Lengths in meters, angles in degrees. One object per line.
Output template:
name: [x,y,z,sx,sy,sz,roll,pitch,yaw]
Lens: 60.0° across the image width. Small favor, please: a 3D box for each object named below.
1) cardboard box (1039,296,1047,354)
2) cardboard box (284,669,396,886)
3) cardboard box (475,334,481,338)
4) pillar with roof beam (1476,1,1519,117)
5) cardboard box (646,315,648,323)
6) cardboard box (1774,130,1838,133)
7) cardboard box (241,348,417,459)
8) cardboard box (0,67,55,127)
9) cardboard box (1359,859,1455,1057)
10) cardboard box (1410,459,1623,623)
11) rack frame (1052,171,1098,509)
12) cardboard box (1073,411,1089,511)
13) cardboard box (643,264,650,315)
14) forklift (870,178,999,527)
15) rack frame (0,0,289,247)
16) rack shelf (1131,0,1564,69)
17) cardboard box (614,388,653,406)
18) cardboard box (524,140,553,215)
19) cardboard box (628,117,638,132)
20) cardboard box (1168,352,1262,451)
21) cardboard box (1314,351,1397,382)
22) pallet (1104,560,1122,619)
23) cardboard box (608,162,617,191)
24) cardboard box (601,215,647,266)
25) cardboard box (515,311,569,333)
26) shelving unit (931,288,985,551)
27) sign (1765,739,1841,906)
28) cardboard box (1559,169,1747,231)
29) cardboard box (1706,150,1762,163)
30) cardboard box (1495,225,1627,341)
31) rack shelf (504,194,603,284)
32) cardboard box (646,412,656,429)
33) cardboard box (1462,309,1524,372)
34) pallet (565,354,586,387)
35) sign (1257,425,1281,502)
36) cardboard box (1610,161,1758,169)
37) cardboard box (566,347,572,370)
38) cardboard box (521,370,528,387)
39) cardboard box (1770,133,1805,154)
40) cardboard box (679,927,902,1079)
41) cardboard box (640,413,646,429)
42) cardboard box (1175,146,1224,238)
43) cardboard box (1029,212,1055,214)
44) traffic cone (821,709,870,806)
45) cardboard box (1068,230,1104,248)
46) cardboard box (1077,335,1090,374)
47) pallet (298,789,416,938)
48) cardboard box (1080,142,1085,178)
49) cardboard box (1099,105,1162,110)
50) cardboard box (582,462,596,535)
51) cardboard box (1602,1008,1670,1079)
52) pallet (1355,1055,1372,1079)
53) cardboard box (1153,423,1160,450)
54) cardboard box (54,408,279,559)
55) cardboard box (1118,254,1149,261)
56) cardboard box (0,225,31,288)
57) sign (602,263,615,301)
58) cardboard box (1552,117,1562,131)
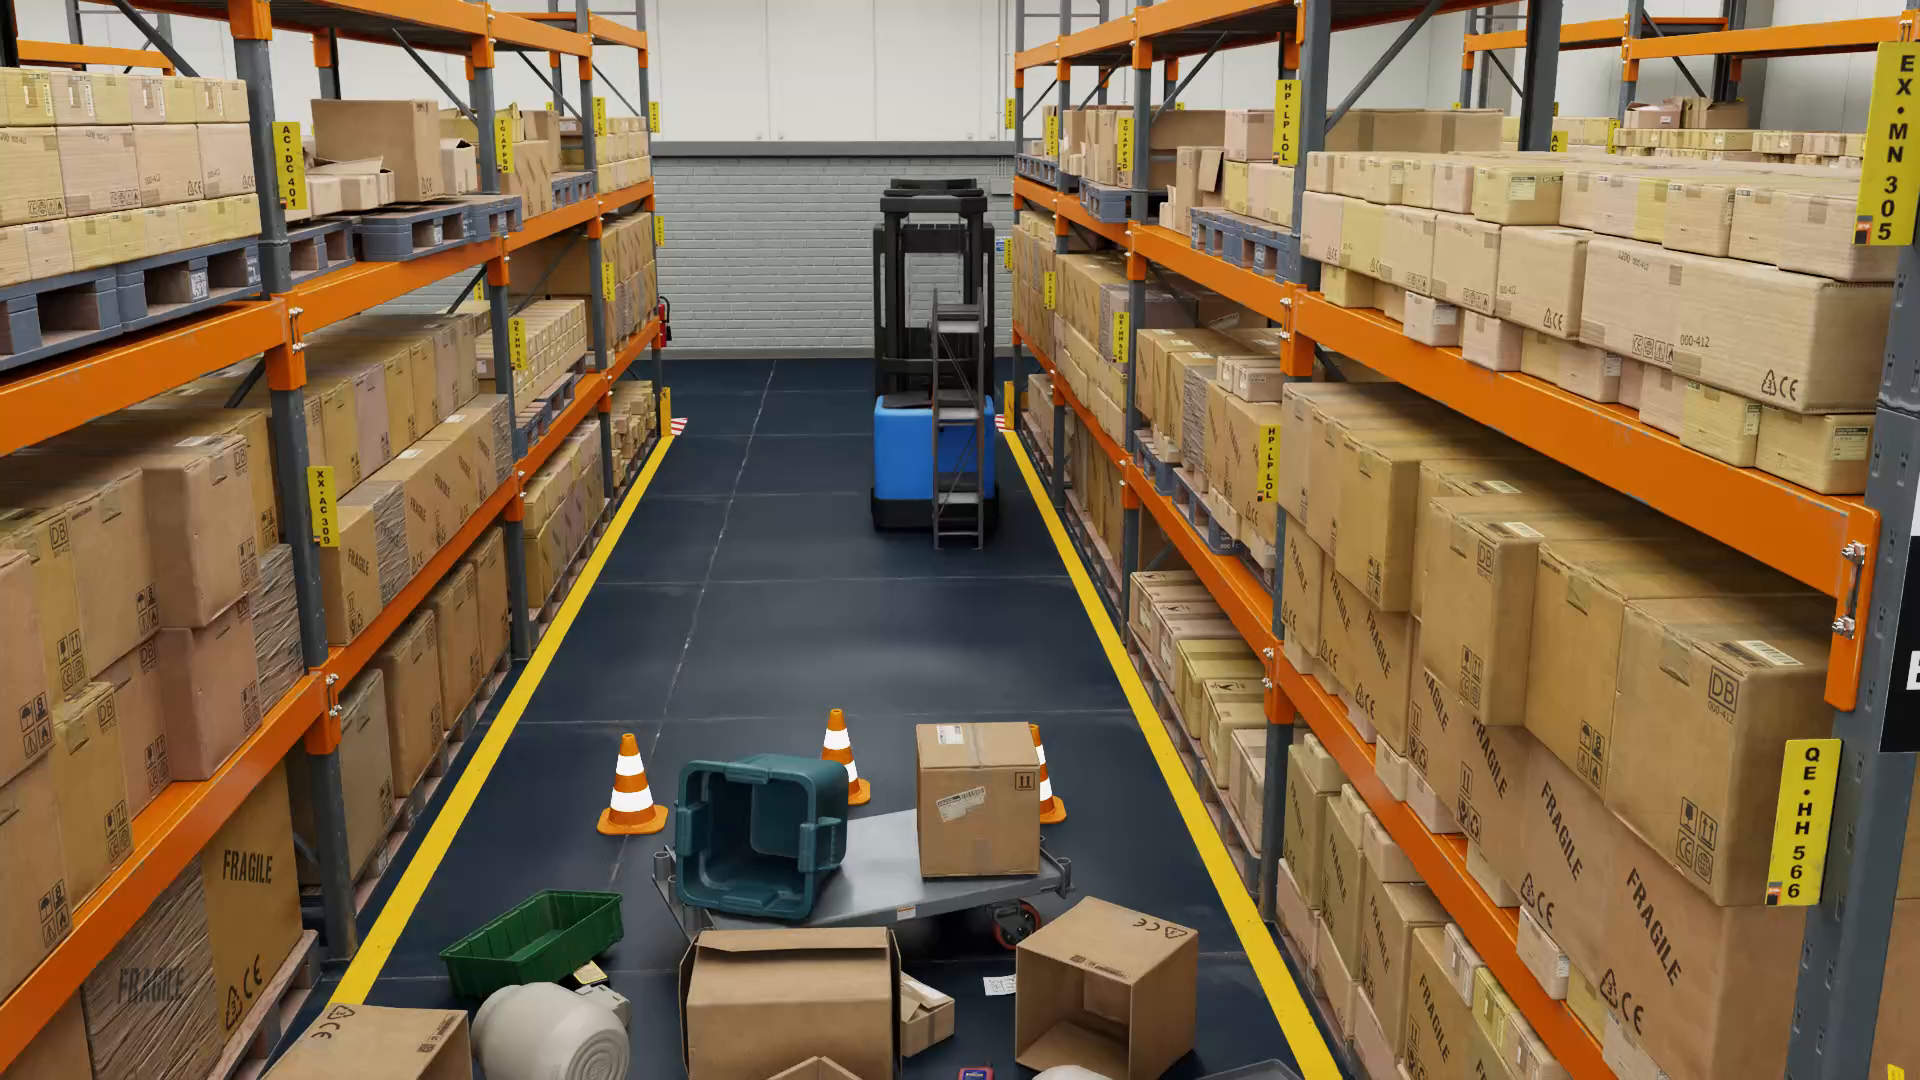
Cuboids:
cardboard box: [1.029,-2.044,15.751,0.500,0.500,0.500,-1,14,-5]
cardboard box: [-3.217,1.068,7.528,1.050,0.750,0.750,-1,14,-4]
cardboard box: [-3.949,-1.515,12.960,0.380,0.149,0.250,0,14,-1]
pillar with roof beam: [2.492,-6.352,20.655,9.100,9.000,0.400,-1,14,-3]
cardboard box: [-3.552,-2.389,17.795,0.380,0.149,0.250,-1,14,-4]
cardboard box: [6.561,-3.105,12.919,0.380,0.149,0.250,-1,14,-2]
cardboard box: [-3.220,-0.700,8.522,0.700,0.500,0.500,-1,14,-4]
cardboard box: [-2.653,-1.171,4.397,0.380,0.149,0.250,-1,14,-3]
cardboard box: [1.688,1.411,5.693,0.500,0.500,0.500,0,14,-1]
cardboard box: [1.794,0.050,5.007,0.700,0.500,0.500,-1,14,-4]
rack frame: [1.350,-1.756,14.833,1.000,3.000,0.127,-1,14,-3]
cardboard box: [1.469,-0.778,14.451,0.875,0.875,0.875,0,14,-2]
cardboard box: [-3.520,-2.606,17.338,0.500,0.500,0.500,-1,14,-4]
forklift: [-0.236,-1.839,15.291,1.130,2.935,3.031,0,14,-1]
rack frame: [-3.088,-2.571,5.958,1.000,3.000,0.127,-1,14,-3]
rack shelf: [1.722,-2.627,8.425,1.077,0.370,4.000,-1,14,-3]
cardboard box: [-3.445,-1.507,17.548,0.380,0.149,0.250,-1,14,-5]
cardboard box: [-3.180,-2.556,11.720,0.500,0.500,0.500,-1,14,-3]
cardboard box: [-3.459,-4.196,16.793,0.380,0.149,0.250,-1,14,-3]
cardboard box: [1.474,-0.781,9.400,0.500,0.500,0.500,-1,14,-2]
cardboard box: [2.000,-0.868,8.437,0.380,0.149,0.250,0,14,0]
pallet: [1.624,0.392,12.081,1.003,0.211,1.213,-1,14,-3]
cardboard box: [-3.389,-3.279,15.030,0.500,0.250,0.500,-1,14,-4]
cardboard box: [-3.524,-3.090,17.213,0.500,0.500,0.500,-1,14,-5]
cardboard box: [-3.316,-1.731,13.204,0.380,0.149,0.250,-1,14,-4]
shelving unit: [-0.016,-0.993,13.674,0.431,2.100,0.503,0,14,-1]
sign: [1.539,0.518,3.036,0.100,0.325,0.005,-1,14,-3]
cardboard box: [1.804,-0.887,4.338,0.380,0.149,0.250,-1,14,-5]
cardboard box: [6.047,-2.954,12.930,0.380,0.149,0.250,-1,14,-2]
cardboard box: [1.726,-0.673,4.308,0.500,0.250,0.500,0,14,-2]
rack shelf: [-3.460,-2.262,12.221,1.077,0.370,4.000,-1,14,-3]
cardboard box: [-3.474,-1.282,17.869,0.380,0.149,0.250,0,14,-2]
cardboard box: [1.653,-0.569,4.701,0.380,0.149,0.250,-1,14,-4]
pallet: [-3.682,-1.370,13.715,1.003,0.211,1.213,-1,14,-3]
sign: [1.292,-0.318,6.919,0.100,0.325,0.005,-1,14,-3]
cardboard box: [2.231,-1.087,5.115,0.380,0.149,0.250,-1,14,-3]
cardboard box: [-3.316,-1.452,13.311,0.380,0.149,0.250,-2,15,-6]
cardboard box: [-3.204,-1.143,11.513,0.380,0.149,0.250,-1,14,-5]
cardboard box: [6.173,-2.897,12.151,0.380,0.149,0.250,-1,14,-5]
cardboard box: [-0.608,1.741,5.977,0.797,0.637,0.503,-1,14,-3]
cardboard box: [-3.435,-1.232,17.076,0.380,0.149,0.250,-1,14,-3]
cardboard box: [1.647,-2.027,9.664,0.700,0.500,0.500,-1,14,-3]
cardboard box: [0.935,-3.441,17.873,0.380,0.149,0.250,-1,14,-2]
traffic cone: [-0.644,1.118,8.751,0.336,0.463,0.334,-1,14,-3]
cardboard box: [1.106,-2.742,15.155,0.380,0.149,0.250,-1,14,-2]
cardboard box: [1.195,-1.431,12.867,0.500,0.250,0.500,-1,14,-5]
pallet: [-3.211,1.494,7.794,1.003,0.211,1.213,-1,14,-3]
cardboard box: [1.114,-2.888,12.637,0.396,0.266,0.258,0,14,1]
cardboard box: [1.523,-3.659,14.963,0.500,0.500,0.500,-1,14,-2]
cardboard box: [-3.255,-0.340,13.501,0.500,0.500,0.500,-1,14,-5]
cardboard box: [1.731,1.199,3.852,0.380,0.149,0.250,-1,14,-4]
pallet: [2.001,2.054,5.619,1.003,0.211,1.213,-1,14,-3]
cardboard box: [1.388,-0.620,10.078,0.380,0.149,0.250,-2,15,-7]
cardboard box: [-3.100,-0.169,6.194,0.875,0.550,0.550,-1,14,-3]
cardboard box: [1.629,-2.182,14.279,0.500,0.500,0.500,0,14,-2]
cardboard box: [-2.636,-0.721,4.248,0.380,0.149,0.250,-1,14,-3]
sign: [-3.030,-2.225,14.331,0.100,0.325,0.005,-1,14,-3]
cardboard box: [5.969,-3.974,16.134,0.500,0.250,0.500,-1,14,-2]
